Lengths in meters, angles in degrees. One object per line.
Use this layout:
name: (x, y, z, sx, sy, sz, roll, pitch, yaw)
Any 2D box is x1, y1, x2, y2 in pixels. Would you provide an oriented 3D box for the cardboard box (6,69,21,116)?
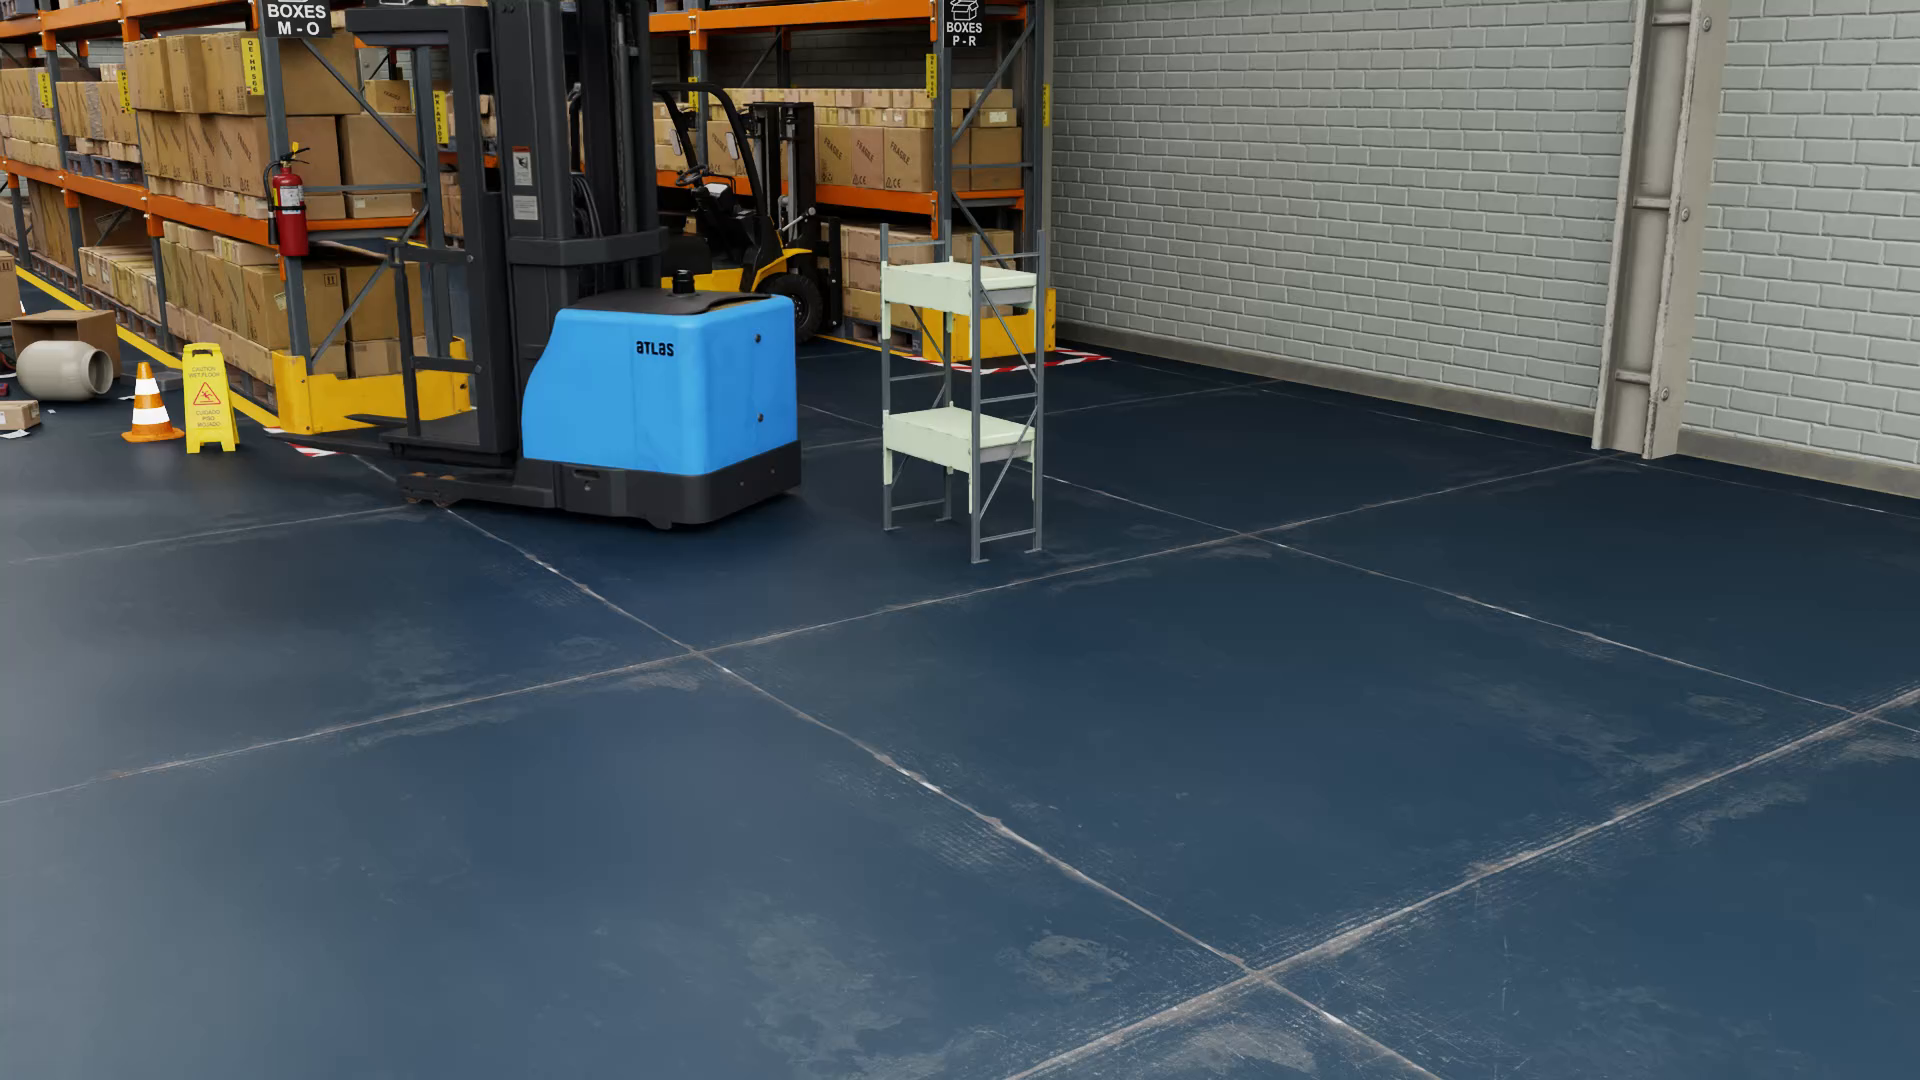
cardboard box: (-10.196, -4.952, 18.405, 0.500, 0.500, 0.500, -11, 19, -36)

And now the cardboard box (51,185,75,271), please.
cardboard box: (-9.345, -3.447, 18.219, 0.875, 0.875, 0.875, -11, 19, -34)

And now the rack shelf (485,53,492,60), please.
rack shelf: (-5.648, -6.216, 20.787, 1.077, 0.370, 4.000, -11, 19, -35)

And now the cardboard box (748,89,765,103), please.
cardboard box: (-1.720, -4.060, 15.246, 0.380, 0.149, 0.250, -10, 18, -33)

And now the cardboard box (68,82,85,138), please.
cardboard box: (-8.095, -4.070, 15.717, 0.500, 0.500, 0.500, -10, 18, -32)

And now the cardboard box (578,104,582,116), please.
cardboard box: (-4.029, -4.775, 18.423, 0.380, 0.149, 0.250, -11, 19, -34)

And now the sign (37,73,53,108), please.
sign: (-8.932, -4.390, 16.240, 0.100, 0.325, 0.005, -11, 19, -35)

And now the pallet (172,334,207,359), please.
pallet: (-5.709, -1.581, 13.453, 1.003, 0.211, 1.213, -11, 19, -35)

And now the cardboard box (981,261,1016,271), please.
cardboard box: (0.123, -2.231, 14.012, 0.500, 0.250, 0.500, -10, 18, -34)

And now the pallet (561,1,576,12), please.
pallet: (-4.001, -5.914, 18.678, 1.213, 0.211, 1.003, -10, 18, -32)

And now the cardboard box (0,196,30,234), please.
cardboard box: (-12.720, -4.468, 22.776, 0.875, 0.438, 0.875, -12, 19, -36)

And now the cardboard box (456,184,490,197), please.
cardboard box: (-6.443, -4.635, 22.041, 0.380, 0.149, 0.250, -12, 19, -37)

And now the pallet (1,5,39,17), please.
pallet: (-10.258, -5.939, 18.773, 0.805, 0.209, 1.217, -12, 19, -37)

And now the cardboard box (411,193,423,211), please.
cardboard box: (-7.811, -4.839, 24.014, 0.700, 0.500, 0.500, -12, 19, -37)

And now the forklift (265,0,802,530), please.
forklift: (-2.410, -1.703, 8.746, 3.031, 2.935, 1.130, 7, 17, 24)

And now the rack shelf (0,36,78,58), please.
rack shelf: (-12.013, -6.299, 21.090, 1.077, 0.370, 4.000, -11, 19, -35)

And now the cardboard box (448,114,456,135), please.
cardboard box: (-6.317, -5.325, 21.309, 0.396, 0.266, 0.258, -10, 18, -32)

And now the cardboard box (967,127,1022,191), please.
cardboard box: (0.165, -3.178, 13.817, 0.500, 0.500, 0.500, -10, 18, -33)

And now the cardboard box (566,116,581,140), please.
cardboard box: (-4.115, -4.618, 18.606, 0.500, 0.250, 0.500, -10, 18, -33)

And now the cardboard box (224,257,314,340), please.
cardboard box: (-4.773, -1.689, 11.559, 0.500, 0.500, 0.500, -10, 18, -33)

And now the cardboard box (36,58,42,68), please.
cardboard box: (-10.976, -5.776, 20.184, 0.380, 0.149, 0.250, -11, 19, -34)

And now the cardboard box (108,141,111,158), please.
cardboard box: (-7.247, -3.433, 14.616, 0.380, 0.149, 0.250, -11, 19, -35)

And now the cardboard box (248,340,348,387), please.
cardboard box: (-4.488, -1.222, 11.273, 0.500, 0.250, 0.500, -11, 19, -35)

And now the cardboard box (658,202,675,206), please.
cardboard box: (-3.726, -3.473, 18.786, 0.875, 0.625, 0.625, -10, 18, -33)

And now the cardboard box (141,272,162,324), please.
cardboard box: (-6.443, -2.111, 14.288, 0.950, 0.372, 0.625, -11, 19, -34)

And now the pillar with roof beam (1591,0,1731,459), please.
pillar with roof beam: (0.597, -4.214, 6.426, 9.100, 9.000, 0.400, -11, 19, -35)

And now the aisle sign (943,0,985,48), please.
aisle sign: (0.033, -4.175, 12.725, 0.394, 0.787, 0.004, -11, 19, -35)

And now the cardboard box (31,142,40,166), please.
cardboard box: (-9.588, -4.130, 17.769, 0.500, 0.250, 0.500, -11, 19, -35)

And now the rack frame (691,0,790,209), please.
rack frame: (-2.120, -3.835, 16.407, 1.000, 3.000, 0.127, -11, 19, -35)

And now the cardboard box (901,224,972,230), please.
cardboard box: (-0.194, -2.578, 14.332, 0.500, 0.250, 0.500, -11, 19, -34)

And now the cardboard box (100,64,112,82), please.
cardboard box: (-7.183, -4.035, 14.359, 0.380, 0.149, 0.250, -12, 19, -37)

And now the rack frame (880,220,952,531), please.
rack frame: (-0.211, -0.800, 8.158, 0.400, 1.500, 0.023, -11, 19, -35)

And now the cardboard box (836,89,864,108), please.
cardboard box: (-0.824, -3.732, 14.048, 0.380, 0.149, 0.250, -10, 18, -33)

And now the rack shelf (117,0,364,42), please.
rack shelf: (-4.957, -3.737, 11.728, 1.077, 0.370, 4.000, -11, 19, -35)

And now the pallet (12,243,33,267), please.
pallet: (-11.221, -3.602, 20.836, 1.003, 0.211, 1.213, -11, 19, -35)

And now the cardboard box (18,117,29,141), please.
cardboard box: (-9.903, -4.477, 18.088, 0.500, 0.250, 0.500, -12, 19, -36)

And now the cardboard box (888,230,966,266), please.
cardboard box: (-0.291, -2.390, 13.644, 0.500, 0.250, 0.500, -10, 18, -33)

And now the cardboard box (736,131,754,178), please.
cardboard box: (-1.751, -3.640, 15.503, 0.500, 0.500, 0.500, -10, 18, -34)

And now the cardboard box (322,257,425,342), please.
cardboard box: (-4.046, -1.668, 11.481, 0.500, 0.500, 0.500, -12, 19, -36)

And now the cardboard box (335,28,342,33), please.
cardboard box: (-9.177, -7.619, 25.026, 0.380, 0.149, 0.250, -10, 18, -33)

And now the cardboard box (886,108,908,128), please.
cardboard box: (-0.373, -3.423, 13.482, 0.380, 0.149, 0.250, -11, 18, -34)

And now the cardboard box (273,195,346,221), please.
cardboard box: (-4.174, -2.135, 10.672, 0.380, 0.149, 0.250, -10, 18, -33)

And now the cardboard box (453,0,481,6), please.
cardboard box: (-6.045, -6.670, 20.574, 0.380, 0.149, 0.250, -10, 18, -33)

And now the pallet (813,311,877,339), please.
pallet: (-0.965, -2.053, 15.178, 1.003, 0.211, 1.213, -11, 19, -35)

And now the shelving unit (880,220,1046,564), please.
shelving unit: (0.004, -0.722, 7.873, 0.431, 1.500, 0.755, -11, 19, -35)

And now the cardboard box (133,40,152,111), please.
cardboard box: (-5.767, -3.498, 12.528, 0.700, 0.500, 0.500, -11, 19, -34)

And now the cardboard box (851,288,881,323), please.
cardboard box: (-0.585, -2.016, 14.175, 0.500, 0.250, 0.500, -11, 19, -35)

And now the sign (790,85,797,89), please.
sign: (-1.672, -4.378, 16.598, 0.100, 0.325, 0.005, -11, 19, -35)

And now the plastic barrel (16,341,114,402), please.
plastic barrel: (-6.220, -1.173, 11.561, 0.512, 0.421, 0.421, 1, 15, 4)

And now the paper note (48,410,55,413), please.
paper note: (-6.140, -0.870, 11.237, 0.032, 0.001, 0.123, -11, 19, -35)

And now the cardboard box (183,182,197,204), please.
cardboard box: (-5.463, -2.551, 12.191, 0.380, 0.149, 0.250, -11, 19, -34)

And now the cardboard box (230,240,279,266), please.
cardboard box: (-4.733, -1.959, 11.317, 0.380, 0.149, 0.250, -10, 18, -33)

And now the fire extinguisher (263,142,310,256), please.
fire extinguisher: (-4.087, -2.077, 10.128, 0.296, 0.674, 0.183, -11, 19, -35)

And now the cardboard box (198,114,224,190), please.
cardboard box: (-4.905, -2.690, 11.469, 0.500, 0.500, 0.500, -11, 19, -35)
